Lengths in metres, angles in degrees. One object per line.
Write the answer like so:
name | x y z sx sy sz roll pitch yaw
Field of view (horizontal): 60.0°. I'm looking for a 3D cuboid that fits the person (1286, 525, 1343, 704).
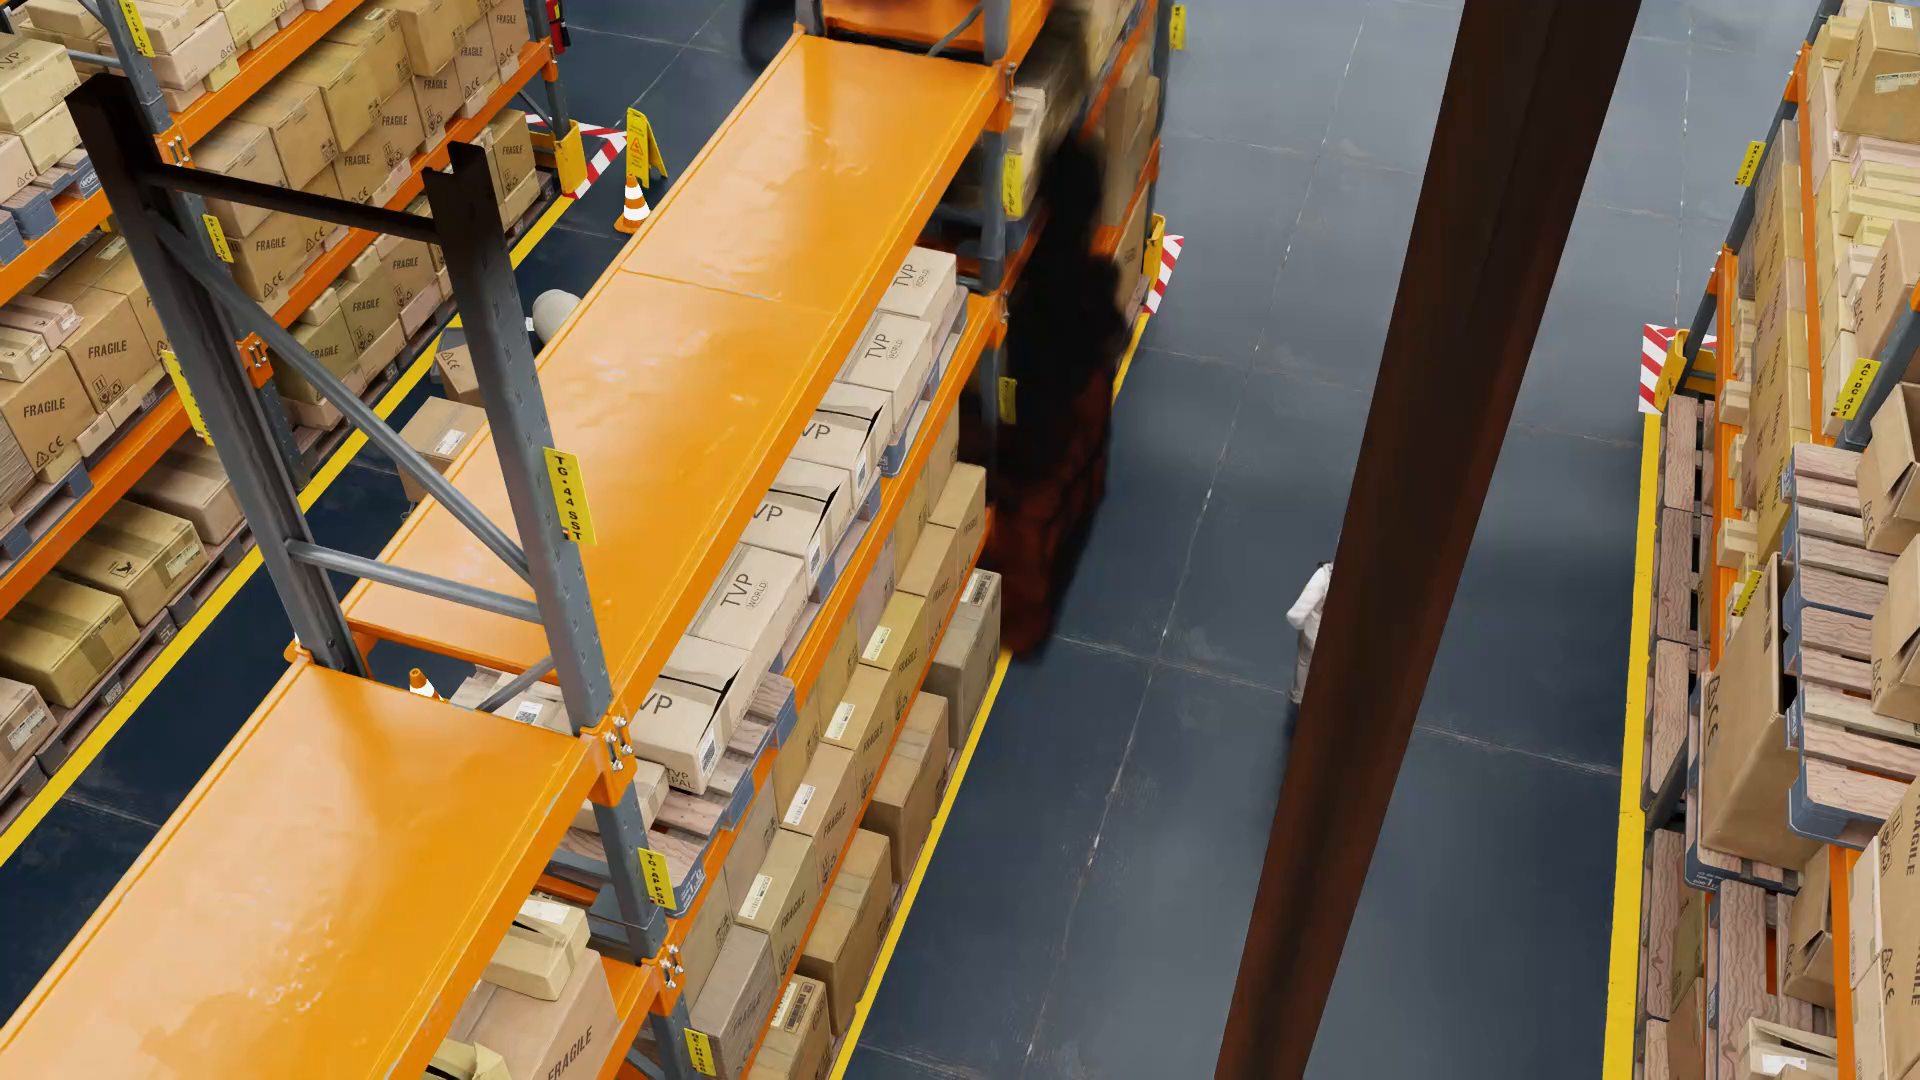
person | 2.103 0.575 9.397 0.598 1.753 0.777 8 46 7
